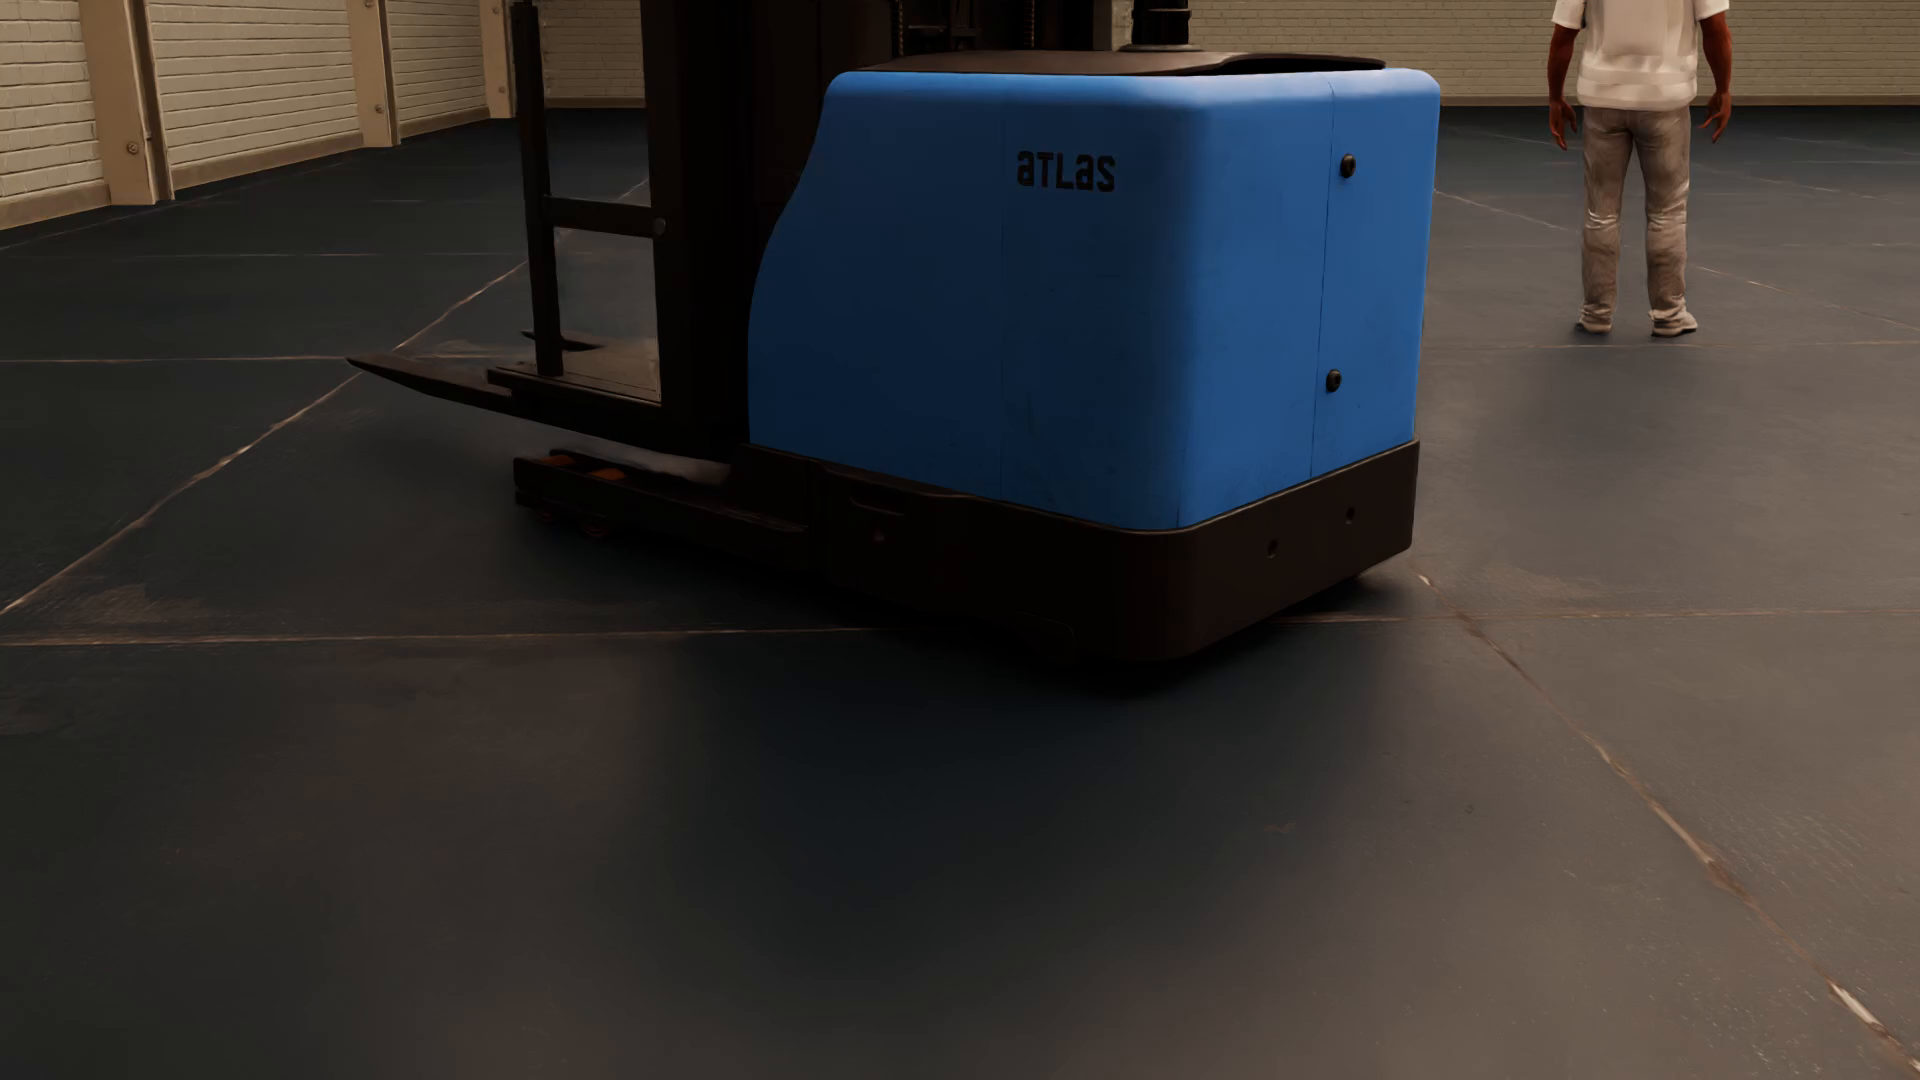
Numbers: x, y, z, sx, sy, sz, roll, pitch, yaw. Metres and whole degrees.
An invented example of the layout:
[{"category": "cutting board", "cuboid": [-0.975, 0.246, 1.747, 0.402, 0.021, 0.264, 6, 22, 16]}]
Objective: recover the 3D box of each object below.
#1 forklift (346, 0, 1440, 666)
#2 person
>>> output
[{"category": "forklift", "cuboid": [-0.453, -1.509, 3.839, 3.031, 2.935, 1.130, 14, 22, 39]}, {"category": "person", "cuboid": [2.567, -1.690, 6.314, 0.663, 1.712, 0.377, 10, 20, 30]}]
